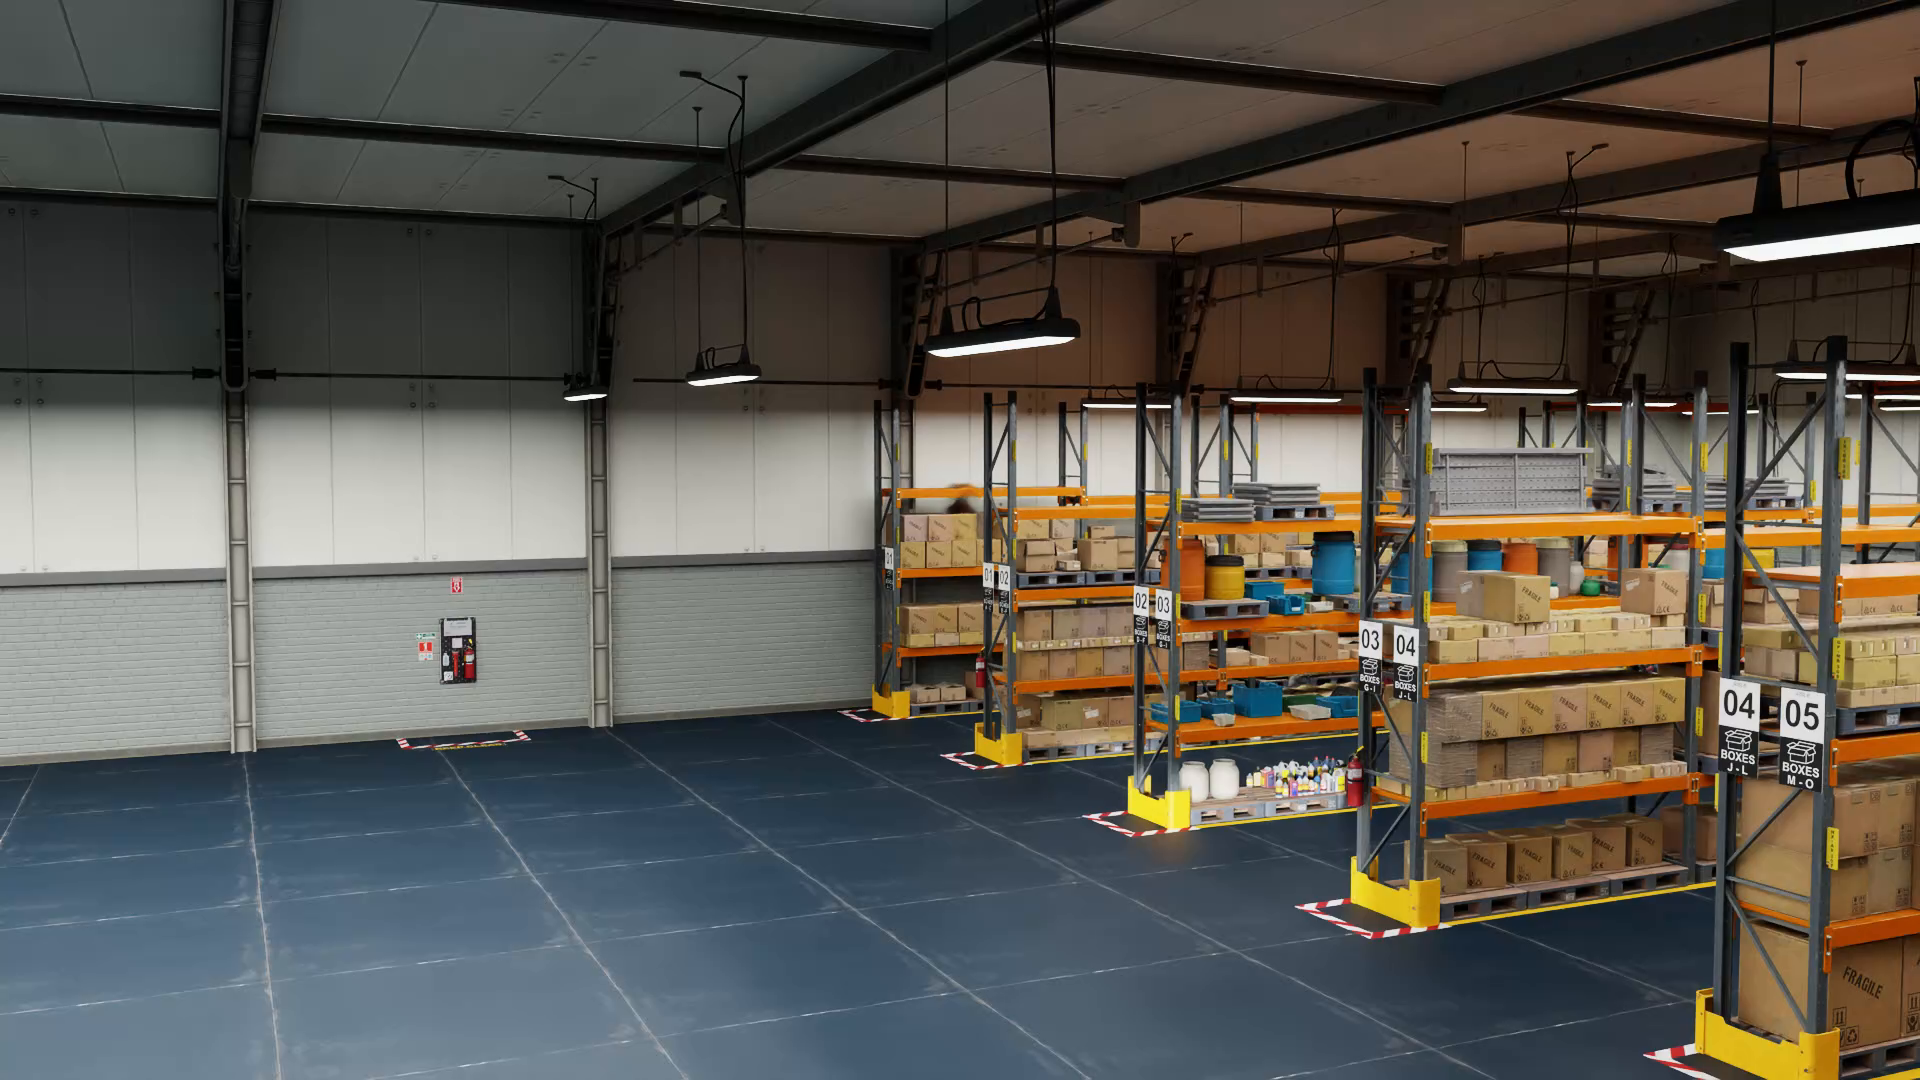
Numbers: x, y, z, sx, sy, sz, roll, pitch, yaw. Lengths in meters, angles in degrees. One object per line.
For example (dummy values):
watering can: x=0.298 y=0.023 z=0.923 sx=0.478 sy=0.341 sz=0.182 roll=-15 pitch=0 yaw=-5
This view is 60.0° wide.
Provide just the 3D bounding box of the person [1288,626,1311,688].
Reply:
person: x=6.366 y=2.421 z=31.815 sx=1.058 sy=1.712 sz=0.649 roll=-1 pitch=4 yaw=-24

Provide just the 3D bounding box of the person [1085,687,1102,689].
person: x=2.375 y=2.547 z=29.778 sx=0.637 sy=1.758 sz=0.410 roll=-2 pitch=4 yaw=-28
